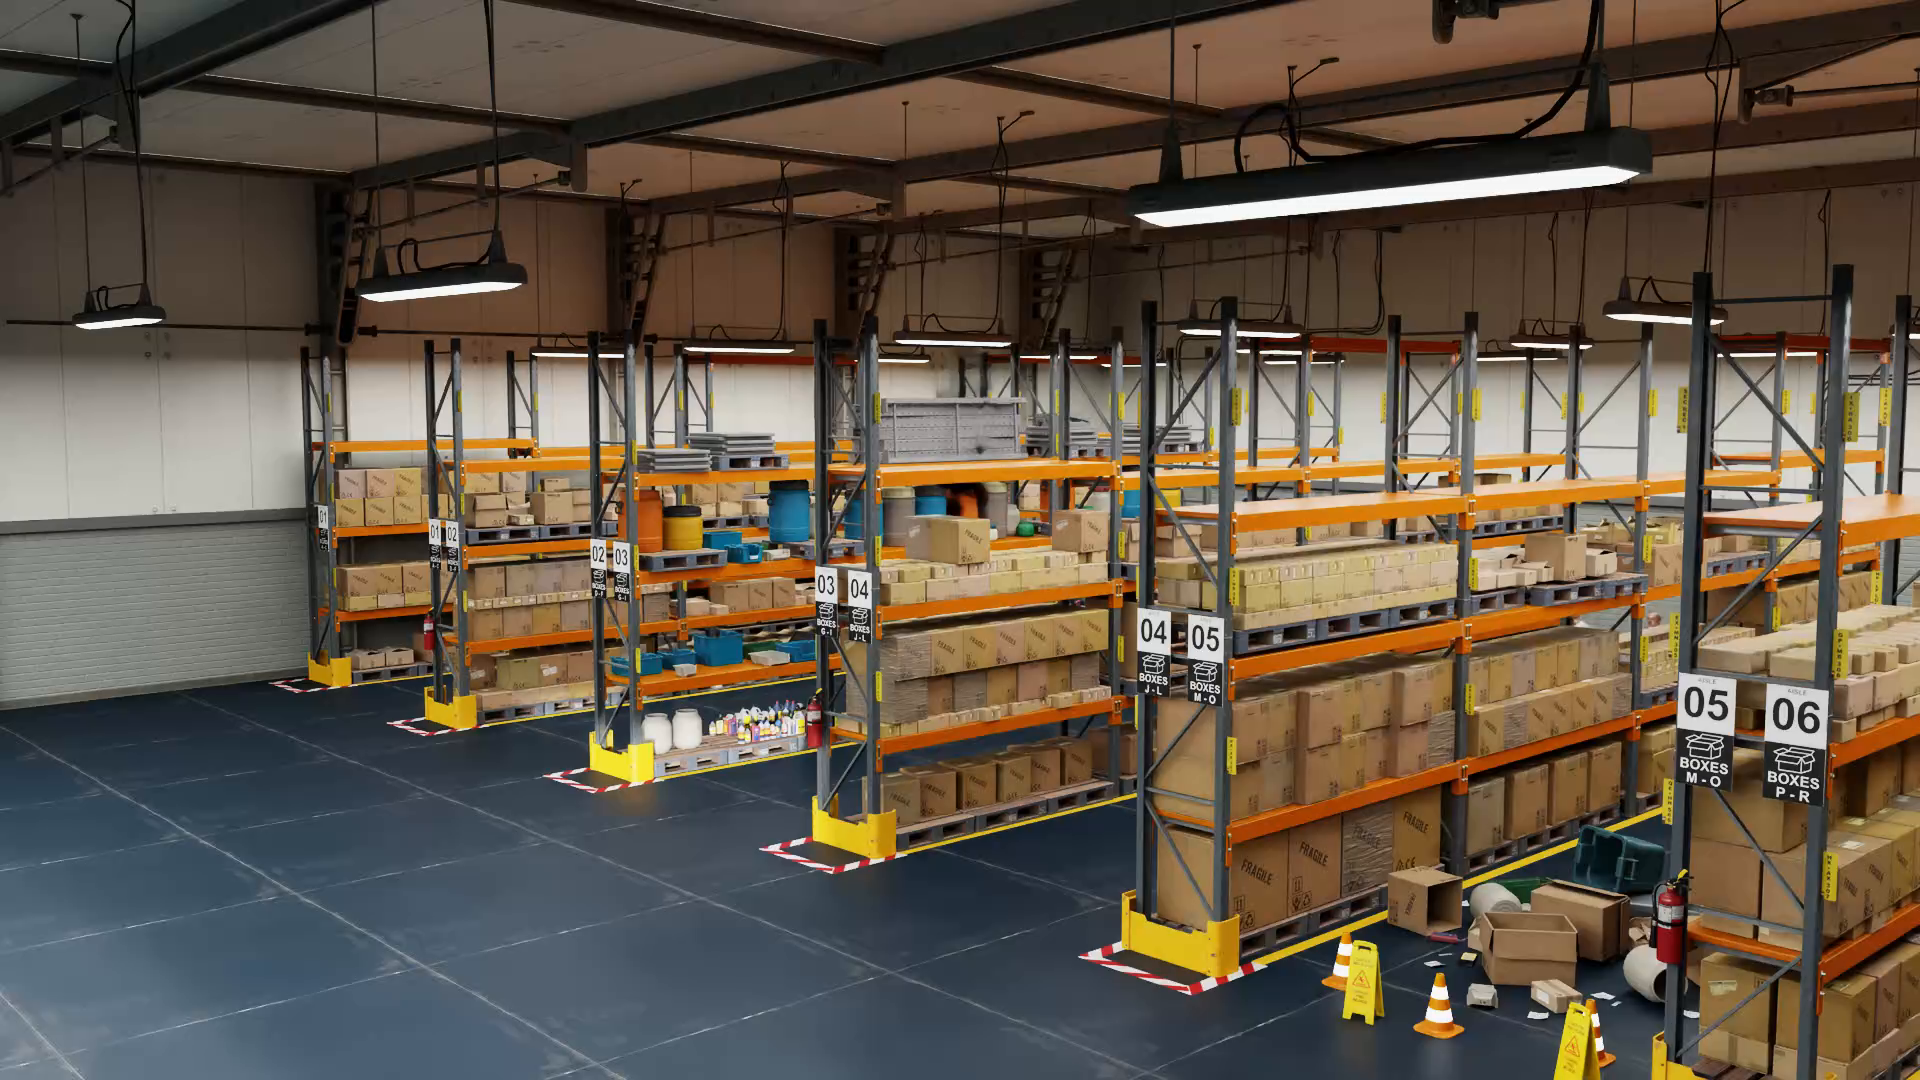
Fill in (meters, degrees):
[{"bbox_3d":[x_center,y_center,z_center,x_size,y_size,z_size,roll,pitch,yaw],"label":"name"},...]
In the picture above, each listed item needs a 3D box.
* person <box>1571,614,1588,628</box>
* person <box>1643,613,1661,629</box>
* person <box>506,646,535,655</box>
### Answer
[{"bbox_3d":[9.890,1.918,26.851,0.647,1.827,0.839,5,7,44],"label":"person"},{"bbox_3d":[10.713,2.020,25.579,0.926,1.831,0.720,-4,6,-39],"label":"person"},{"bbox_3d":[-7.648,1.806,28.952,0.606,1.620,0.556,4,6,36],"label":"person"}]
